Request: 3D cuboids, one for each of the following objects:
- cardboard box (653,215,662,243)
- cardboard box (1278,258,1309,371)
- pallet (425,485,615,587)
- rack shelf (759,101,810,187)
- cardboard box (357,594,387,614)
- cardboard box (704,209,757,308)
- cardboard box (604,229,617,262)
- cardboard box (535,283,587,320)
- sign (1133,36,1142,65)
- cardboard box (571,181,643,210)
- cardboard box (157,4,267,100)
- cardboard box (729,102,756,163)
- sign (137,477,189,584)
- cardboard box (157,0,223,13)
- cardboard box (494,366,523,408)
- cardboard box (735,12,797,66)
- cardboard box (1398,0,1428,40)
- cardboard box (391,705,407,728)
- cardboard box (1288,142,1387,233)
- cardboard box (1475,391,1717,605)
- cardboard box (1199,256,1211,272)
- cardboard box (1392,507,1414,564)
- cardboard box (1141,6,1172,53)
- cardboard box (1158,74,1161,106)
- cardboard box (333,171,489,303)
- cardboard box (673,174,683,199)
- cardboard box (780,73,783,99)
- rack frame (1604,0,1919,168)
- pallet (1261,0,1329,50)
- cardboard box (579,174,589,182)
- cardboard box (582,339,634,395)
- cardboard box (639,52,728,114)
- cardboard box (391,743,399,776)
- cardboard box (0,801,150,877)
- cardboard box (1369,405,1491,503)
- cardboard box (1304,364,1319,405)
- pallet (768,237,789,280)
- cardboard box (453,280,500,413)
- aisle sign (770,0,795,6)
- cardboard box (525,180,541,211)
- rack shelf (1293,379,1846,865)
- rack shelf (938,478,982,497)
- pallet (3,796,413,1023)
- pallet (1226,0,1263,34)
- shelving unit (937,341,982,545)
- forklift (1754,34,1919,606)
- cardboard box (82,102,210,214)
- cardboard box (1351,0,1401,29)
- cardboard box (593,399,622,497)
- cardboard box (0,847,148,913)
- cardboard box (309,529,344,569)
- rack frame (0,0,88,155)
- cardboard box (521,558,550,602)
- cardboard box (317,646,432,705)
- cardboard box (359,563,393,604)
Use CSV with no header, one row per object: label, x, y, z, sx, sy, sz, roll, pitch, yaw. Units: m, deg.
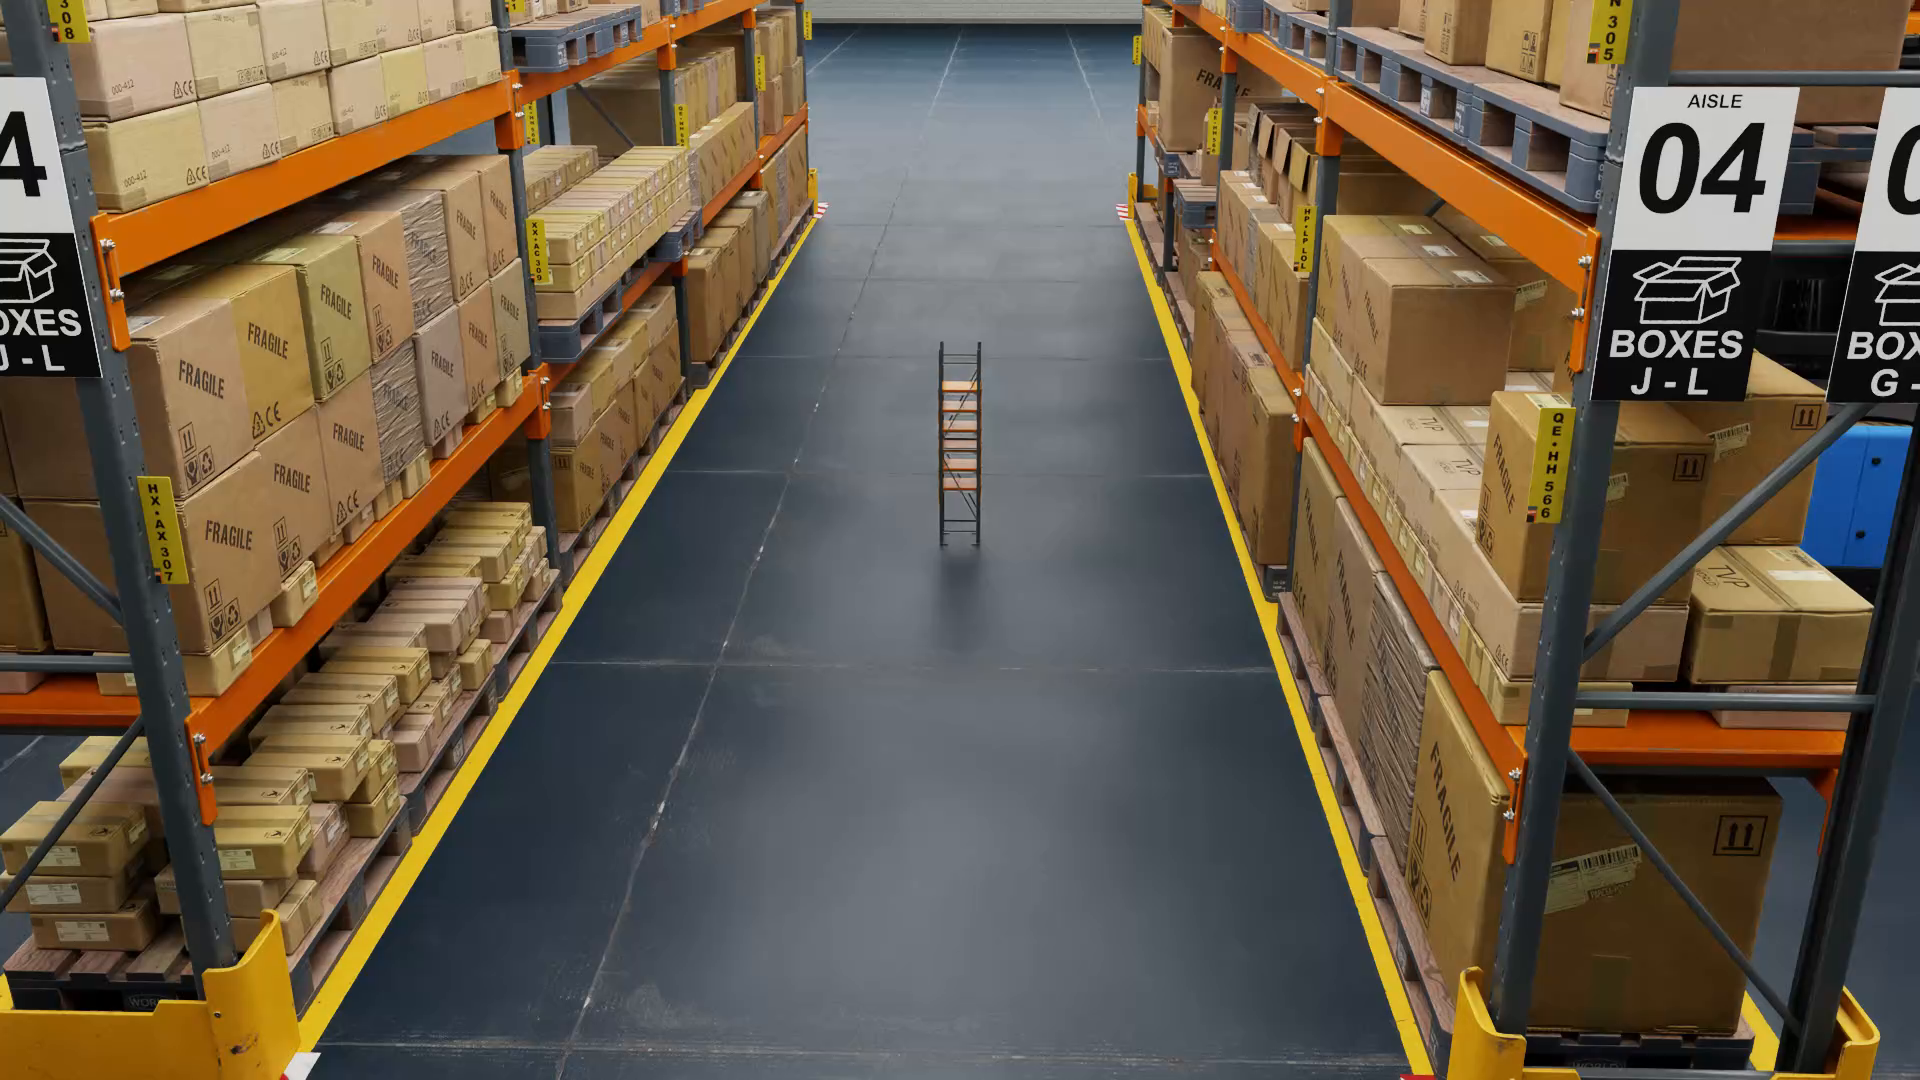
cardboard box,-2.170,-2.046,10.922,0.380,0.149,0.250,0,21,-1
cardboard box,1.994,-1.202,8.842,0.500,0.500,0.500,1,21,2
pallet,-2.679,-0.056,9.881,1.003,0.211,1.213,1,21,2
rack shelf,-2.397,-4.355,18.100,1.077,0.370,4.000,1,21,2
cardboard box,-2.933,0.326,7.991,0.380,0.149,0.250,0,21,-1
cardboard box,-2.420,-2.540,14.958,1.050,0.750,0.750,1,21,2
cardboard box,-2.209,-1.710,9.646,0.380,0.149,0.250,0,21,-1
cardboard box,-2.230,-1.291,8.975,0.380,0.149,0.250,0,21,-1
sign,2.076,-5.732,19.458,0.100,0.325,0.005,1,21,2
cardboard box,-2.187,-2.133,10.324,0.380,0.149,0.250,1,21,3
cardboard box,-2.535,-1.534,5.206,0.500,0.250,0.500,0,21,1
cardboard box,-2.207,-3.822,15.594,0.500,0.500,0.500,1,21,1
sign,-2.281,-0.026,4.752,0.100,0.325,0.005,1,21,2
cardboard box,-2.479,-1.680,5.029,0.380,0.149,0.250,1,21,2
cardboard box,-2.375,-0.757,8.181,0.380,0.149,0.250,0,21,0
cardboard box,-2.311,-5.653,18.751,0.875,0.550,0.550,1,21,2
cardboard box,2.289,-2.387,7.031,0.700,0.500,0.500,-1,21,-2
cardboard box,-2.571,0.705,7.015,0.380,0.149,0.250,2,21,4
cardboard box,2.297,-1.977,9.452,0.797,0.503,0.637,1,21,2
cardboard box,1.884,-0.135,4.988,0.500,0.500,0.500,1,21,2
cardboard box,2.390,-2.118,14.187,0.700,0.500,0.500,2,21,6
cardboard box,1.850,-0.015,6.269,0.380,0.149,0.250,1,21,2
cardboard box,2.329,-5.778,18.841,0.500,0.500,0.500,1,21,2
cardboard box,2.620,-4.947,18.081,0.875,0.500,0.500,1,21,2
cardboard box,-2.456,-1.366,7.471,0.500,0.500,0.500,0,21,0
cardboard box,-2.146,-2.458,11.573,0.380,0.149,0.250,1,21,4
cardboard box,-2.440,-4.948,18.428,0.875,0.550,0.550,1,21,2
rack frame,2.131,-2.334,3.604,1.000,3.000,0.127,1,21,2
pallet,2.377,-3.102,9.992,1.003,0.211,1.213,2,21,4
cardboard box,-2.801,-2.467,11.597,0.380,0.149,0.250,2,21,4
cardboard box,-2.381,-1.096,10.545,0.500,0.250,0.500,1,21,4
cardboard box,-2.481,-4.114,14.965,0.700,0.500,0.500,0,21,1
cardboard box,-2.531,0.949,6.796,0.380,0.149,0.250,1,21,2
cardboard box,-3.060,1.033,5.757,0.380,0.149,0.250,1,21,2
cardboard box,1.924,-0.340,6.554,0.500,0.250,0.500,1,21,2
cardboard box,1.912,-0.763,8.196,0.380,0.149,0.250,1,21,2
pallet,-2.357,-2.941,17.317,1.003,0.211,1.213,1,21,2
cardboard box,-2.451,-0.894,7.637,0.500,0.500,0.500,0,21,0
aisle sign,-2.035,-6.648,19.421,0.394,0.787,0.004,1,21,2
cardboard box,-2.837,-2.146,10.359,0.380,0.149,0.250,0,21,1
rack shelf,2.192,0.075,6.683,1.077,0.370,4.000,1,21,2
rack shelf,0.000,-0.299,9.928,0.258,0.103,0.180,1,21,2
pallet,-2.761,1.351,6.255,1.003,0.211,1.213,1,21,2
pallet,2.408,-3.507,11.034,1.213,0.211,1.003,2,21,4
shelving unit,0.000,-0.565,9.825,0.258,1.200,0.189,1,21,2
forklift,4.786,-1.476,9.781,1.130,2.935,3.031,2,21,4
cardboard box,-2.554,-1.116,4.820,0.500,0.250,0.500,1,21,4
cardboard box,2.261,-2.834,8.321,0.700,0.500,0.500,1,21,3
cardboard box,-2.400,-0.561,10.202,0.500,0.500,0.500,2,21,4
cardboard box,-3.092,1.172,5.810,0.380,0.149,0.250,0,21,0
cardboard box,-2.554,-0.007,6.247,0.380,0.149,0.250,0,21,1
rack frame,-2.823,-2.425,3.839,1.000,3.000,0.127,1,21,2
cardboard box,-2.373,0.204,8.716,0.380,0.149,0.250,1,21,2
cardboard box,-2.447,0.566,6.962,0.380,0.149,0.250,1,21,2
cardboard box,-2.930,0.189,7.933,0.380,0.149,0.250,0,21,0
